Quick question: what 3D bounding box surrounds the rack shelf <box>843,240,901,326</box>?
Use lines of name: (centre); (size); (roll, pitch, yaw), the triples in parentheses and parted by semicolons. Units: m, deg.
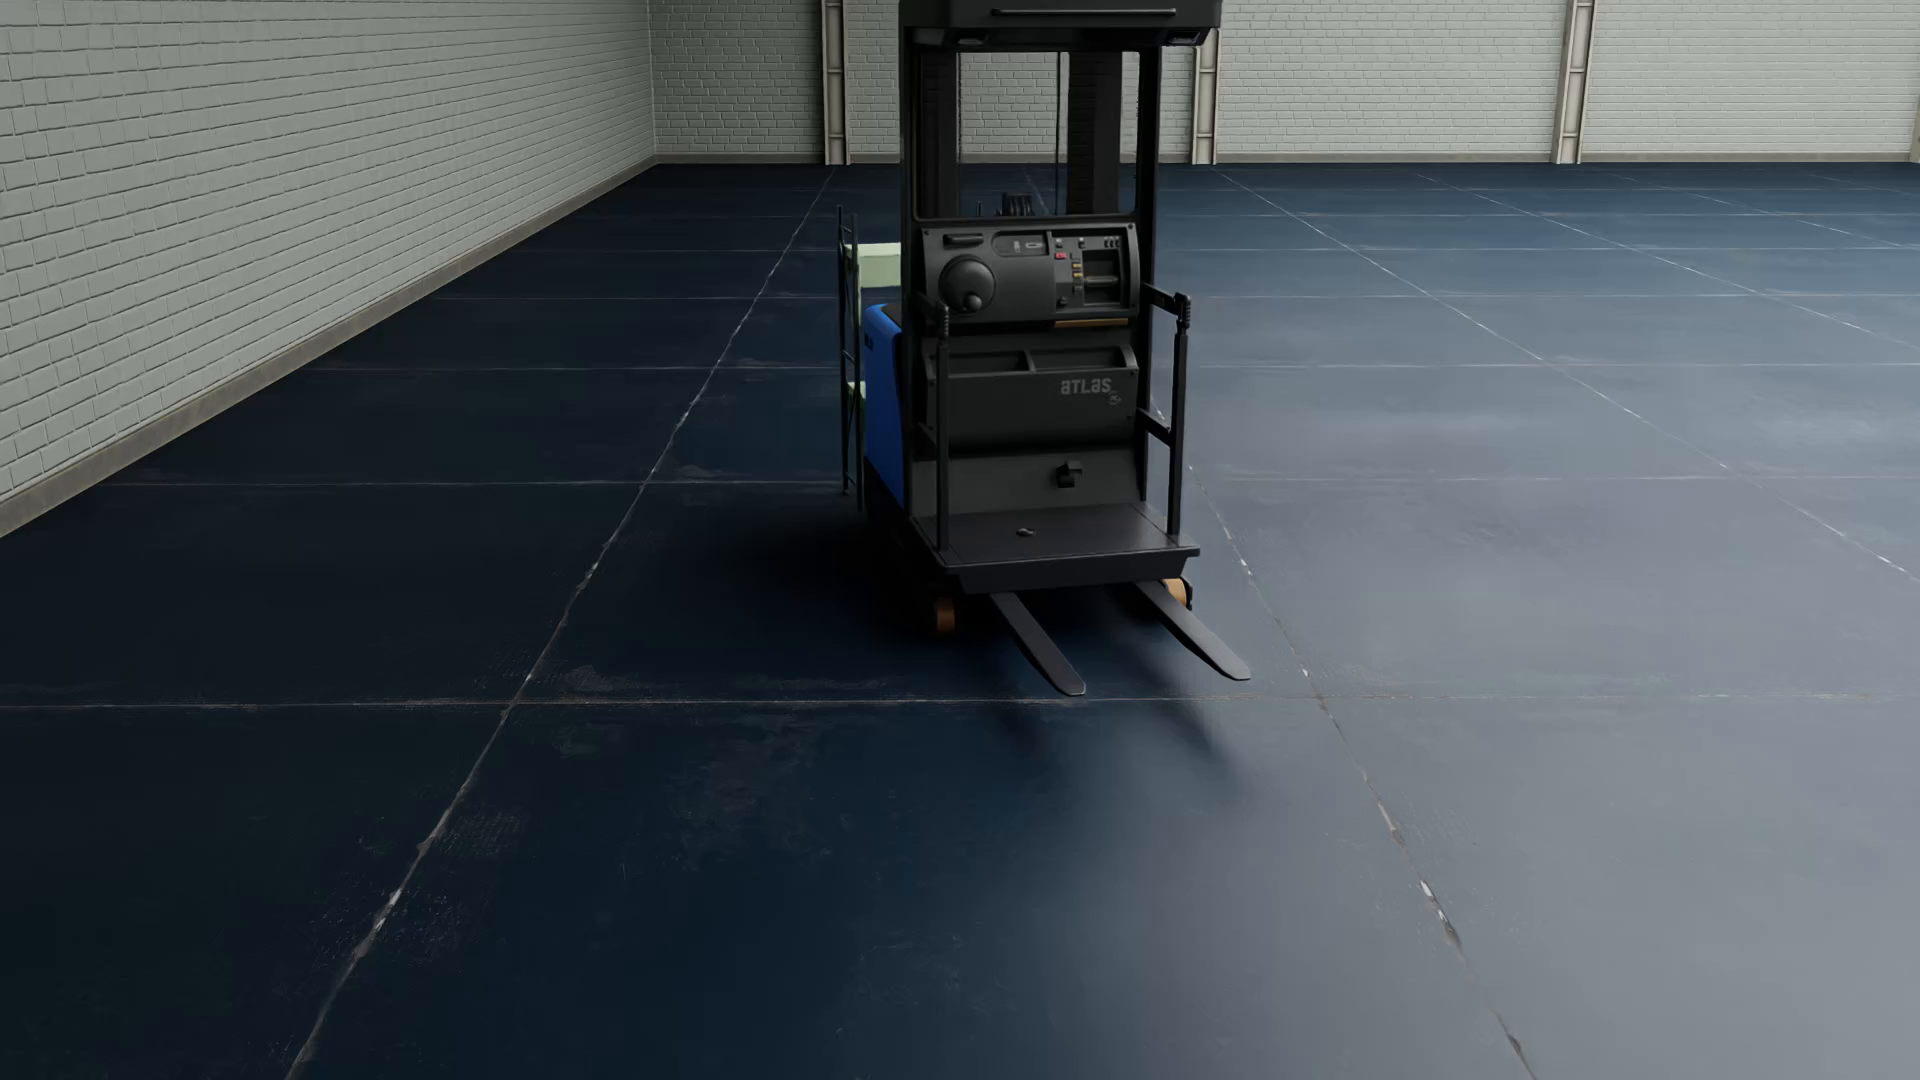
rack shelf: (-0.210, -1.326, 8.447); (0.720, 0.370, 0.431); (-5, 18, -15)

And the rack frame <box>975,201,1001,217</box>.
rack frame: (0.143, -0.984, 8.658); (0.023, 1.500, 0.400); (-5, 18, -15)

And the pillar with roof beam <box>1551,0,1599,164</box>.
pillar with roof beam: (10.061, -9.199, 21.991); (0.400, 9.000, 9.100); (0, 18, -1)

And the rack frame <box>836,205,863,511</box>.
rack frame: (-0.563, -0.924, 8.473); (0.023, 1.500, 0.400); (-5, 18, -15)

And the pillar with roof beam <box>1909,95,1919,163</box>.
pillar with roof beam: (16.060, -9.228, 22.081); (0.400, 9.000, 9.100); (0, 18, -1)

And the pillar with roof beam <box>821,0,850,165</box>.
pillar with roof beam: (-1.938, -9.141, 21.810); (0.400, 9.000, 9.100); (0, 18, -1)

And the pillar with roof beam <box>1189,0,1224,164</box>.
pillar with roof beam: (4.062, -9.170, 21.901); (0.400, 9.000, 9.100); (0, 18, -1)

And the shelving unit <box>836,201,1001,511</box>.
shelving unit: (-0.210, -0.954, 8.566); (0.755, 1.500, 0.431); (-5, 18, -15)

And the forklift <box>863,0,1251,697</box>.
forklift: (0.350, -1.127, 6.763); (1.130, 2.935, 3.031); (-4, 18, -12)

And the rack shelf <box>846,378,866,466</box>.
rack shelf: (-0.210, -0.644, 8.665); (0.720, 0.370, 0.431); (-5, 18, -15)
